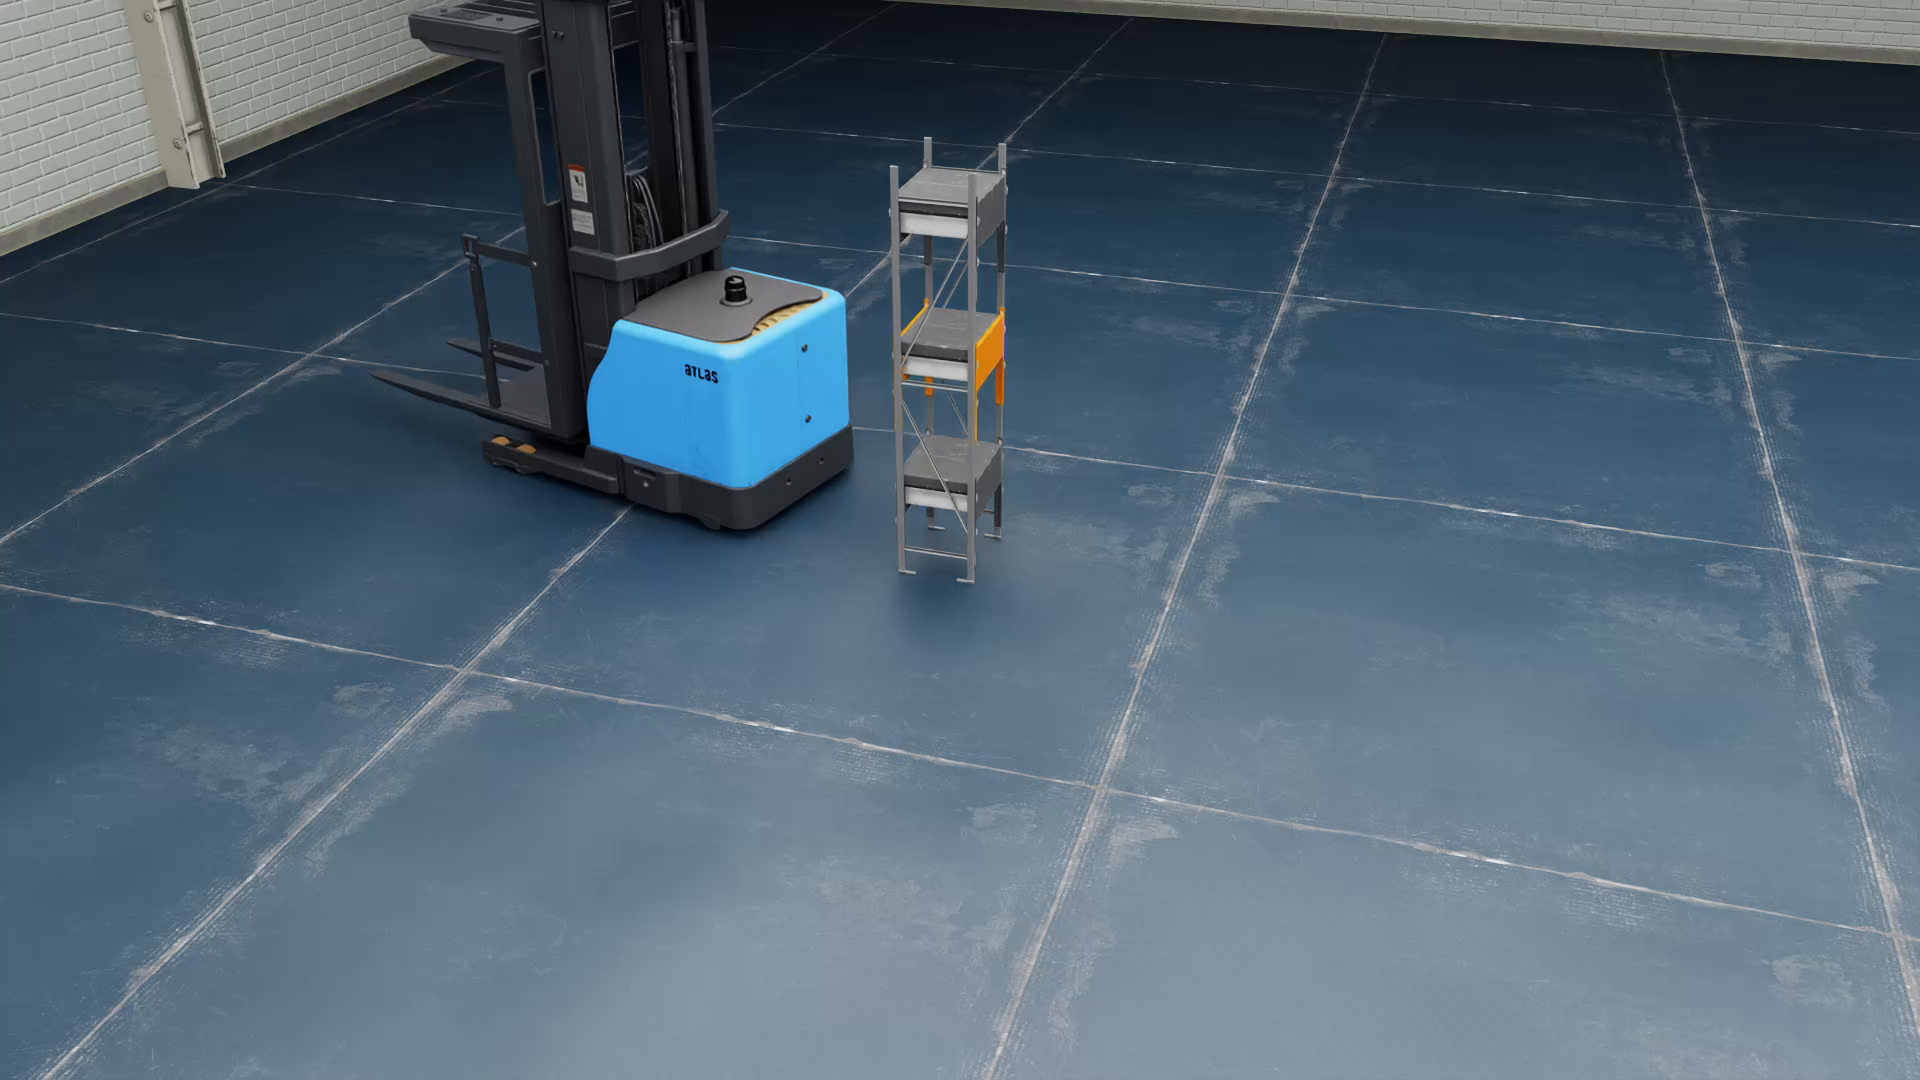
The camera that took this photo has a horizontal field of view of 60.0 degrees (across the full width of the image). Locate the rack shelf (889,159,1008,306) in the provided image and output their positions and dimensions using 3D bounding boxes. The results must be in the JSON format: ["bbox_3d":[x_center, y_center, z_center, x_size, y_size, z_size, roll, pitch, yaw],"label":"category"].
[{"bbox_3d":[-0.049,-1.440,7.768,0.431,0.518,0.480,8,30,15],"label":"rack shelf"}]

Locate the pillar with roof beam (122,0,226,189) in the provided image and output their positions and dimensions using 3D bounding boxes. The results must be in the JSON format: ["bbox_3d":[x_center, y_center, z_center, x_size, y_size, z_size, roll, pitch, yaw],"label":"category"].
[{"bbox_3d":[-2.452,-6.406,11.009,9.100,9.000,0.400,8,30,15],"label":"pillar with roof beam"}]

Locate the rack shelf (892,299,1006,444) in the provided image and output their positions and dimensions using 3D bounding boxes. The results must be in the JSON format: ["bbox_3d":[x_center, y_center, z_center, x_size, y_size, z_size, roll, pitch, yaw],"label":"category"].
[{"bbox_3d":[-0.049,-0.829,8.108,0.431,0.518,0.480,8,30,15],"label":"rack shelf"}]

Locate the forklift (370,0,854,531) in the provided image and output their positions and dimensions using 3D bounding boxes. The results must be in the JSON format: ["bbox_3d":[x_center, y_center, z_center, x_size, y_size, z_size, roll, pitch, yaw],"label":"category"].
[{"bbox_3d":[-2.127,-1.853,9.066,3.031,2.935,1.130,17,33,27],"label":"forklift"}]

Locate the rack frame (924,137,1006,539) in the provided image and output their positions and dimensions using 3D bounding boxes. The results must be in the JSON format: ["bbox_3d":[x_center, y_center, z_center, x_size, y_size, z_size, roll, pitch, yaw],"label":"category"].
[{"bbox_3d":[0.023,-0.954,8.305,0.400,2.100,0.015,8,30,15],"label":"rack frame"}]

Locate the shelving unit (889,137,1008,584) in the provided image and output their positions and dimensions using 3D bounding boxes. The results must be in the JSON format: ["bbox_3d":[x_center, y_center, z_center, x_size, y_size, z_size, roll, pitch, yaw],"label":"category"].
[{"bbox_3d":[-0.049,-0.841,8.101,0.431,2.100,0.503,8,30,15],"label":"shelving unit"}]

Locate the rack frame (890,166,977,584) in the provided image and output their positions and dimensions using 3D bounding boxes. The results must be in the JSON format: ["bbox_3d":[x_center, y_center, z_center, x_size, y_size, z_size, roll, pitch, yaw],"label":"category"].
[{"bbox_3d":[-0.120,-0.727,7.897,0.400,2.100,0.015,8,30,15],"label":"rack frame"}]

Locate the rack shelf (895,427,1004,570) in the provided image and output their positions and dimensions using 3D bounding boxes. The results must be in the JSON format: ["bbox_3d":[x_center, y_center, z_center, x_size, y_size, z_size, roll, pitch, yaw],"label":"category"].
[{"bbox_3d":[-0.049,-0.217,8.448,0.431,0.518,0.480,8,30,15],"label":"rack shelf"}]
